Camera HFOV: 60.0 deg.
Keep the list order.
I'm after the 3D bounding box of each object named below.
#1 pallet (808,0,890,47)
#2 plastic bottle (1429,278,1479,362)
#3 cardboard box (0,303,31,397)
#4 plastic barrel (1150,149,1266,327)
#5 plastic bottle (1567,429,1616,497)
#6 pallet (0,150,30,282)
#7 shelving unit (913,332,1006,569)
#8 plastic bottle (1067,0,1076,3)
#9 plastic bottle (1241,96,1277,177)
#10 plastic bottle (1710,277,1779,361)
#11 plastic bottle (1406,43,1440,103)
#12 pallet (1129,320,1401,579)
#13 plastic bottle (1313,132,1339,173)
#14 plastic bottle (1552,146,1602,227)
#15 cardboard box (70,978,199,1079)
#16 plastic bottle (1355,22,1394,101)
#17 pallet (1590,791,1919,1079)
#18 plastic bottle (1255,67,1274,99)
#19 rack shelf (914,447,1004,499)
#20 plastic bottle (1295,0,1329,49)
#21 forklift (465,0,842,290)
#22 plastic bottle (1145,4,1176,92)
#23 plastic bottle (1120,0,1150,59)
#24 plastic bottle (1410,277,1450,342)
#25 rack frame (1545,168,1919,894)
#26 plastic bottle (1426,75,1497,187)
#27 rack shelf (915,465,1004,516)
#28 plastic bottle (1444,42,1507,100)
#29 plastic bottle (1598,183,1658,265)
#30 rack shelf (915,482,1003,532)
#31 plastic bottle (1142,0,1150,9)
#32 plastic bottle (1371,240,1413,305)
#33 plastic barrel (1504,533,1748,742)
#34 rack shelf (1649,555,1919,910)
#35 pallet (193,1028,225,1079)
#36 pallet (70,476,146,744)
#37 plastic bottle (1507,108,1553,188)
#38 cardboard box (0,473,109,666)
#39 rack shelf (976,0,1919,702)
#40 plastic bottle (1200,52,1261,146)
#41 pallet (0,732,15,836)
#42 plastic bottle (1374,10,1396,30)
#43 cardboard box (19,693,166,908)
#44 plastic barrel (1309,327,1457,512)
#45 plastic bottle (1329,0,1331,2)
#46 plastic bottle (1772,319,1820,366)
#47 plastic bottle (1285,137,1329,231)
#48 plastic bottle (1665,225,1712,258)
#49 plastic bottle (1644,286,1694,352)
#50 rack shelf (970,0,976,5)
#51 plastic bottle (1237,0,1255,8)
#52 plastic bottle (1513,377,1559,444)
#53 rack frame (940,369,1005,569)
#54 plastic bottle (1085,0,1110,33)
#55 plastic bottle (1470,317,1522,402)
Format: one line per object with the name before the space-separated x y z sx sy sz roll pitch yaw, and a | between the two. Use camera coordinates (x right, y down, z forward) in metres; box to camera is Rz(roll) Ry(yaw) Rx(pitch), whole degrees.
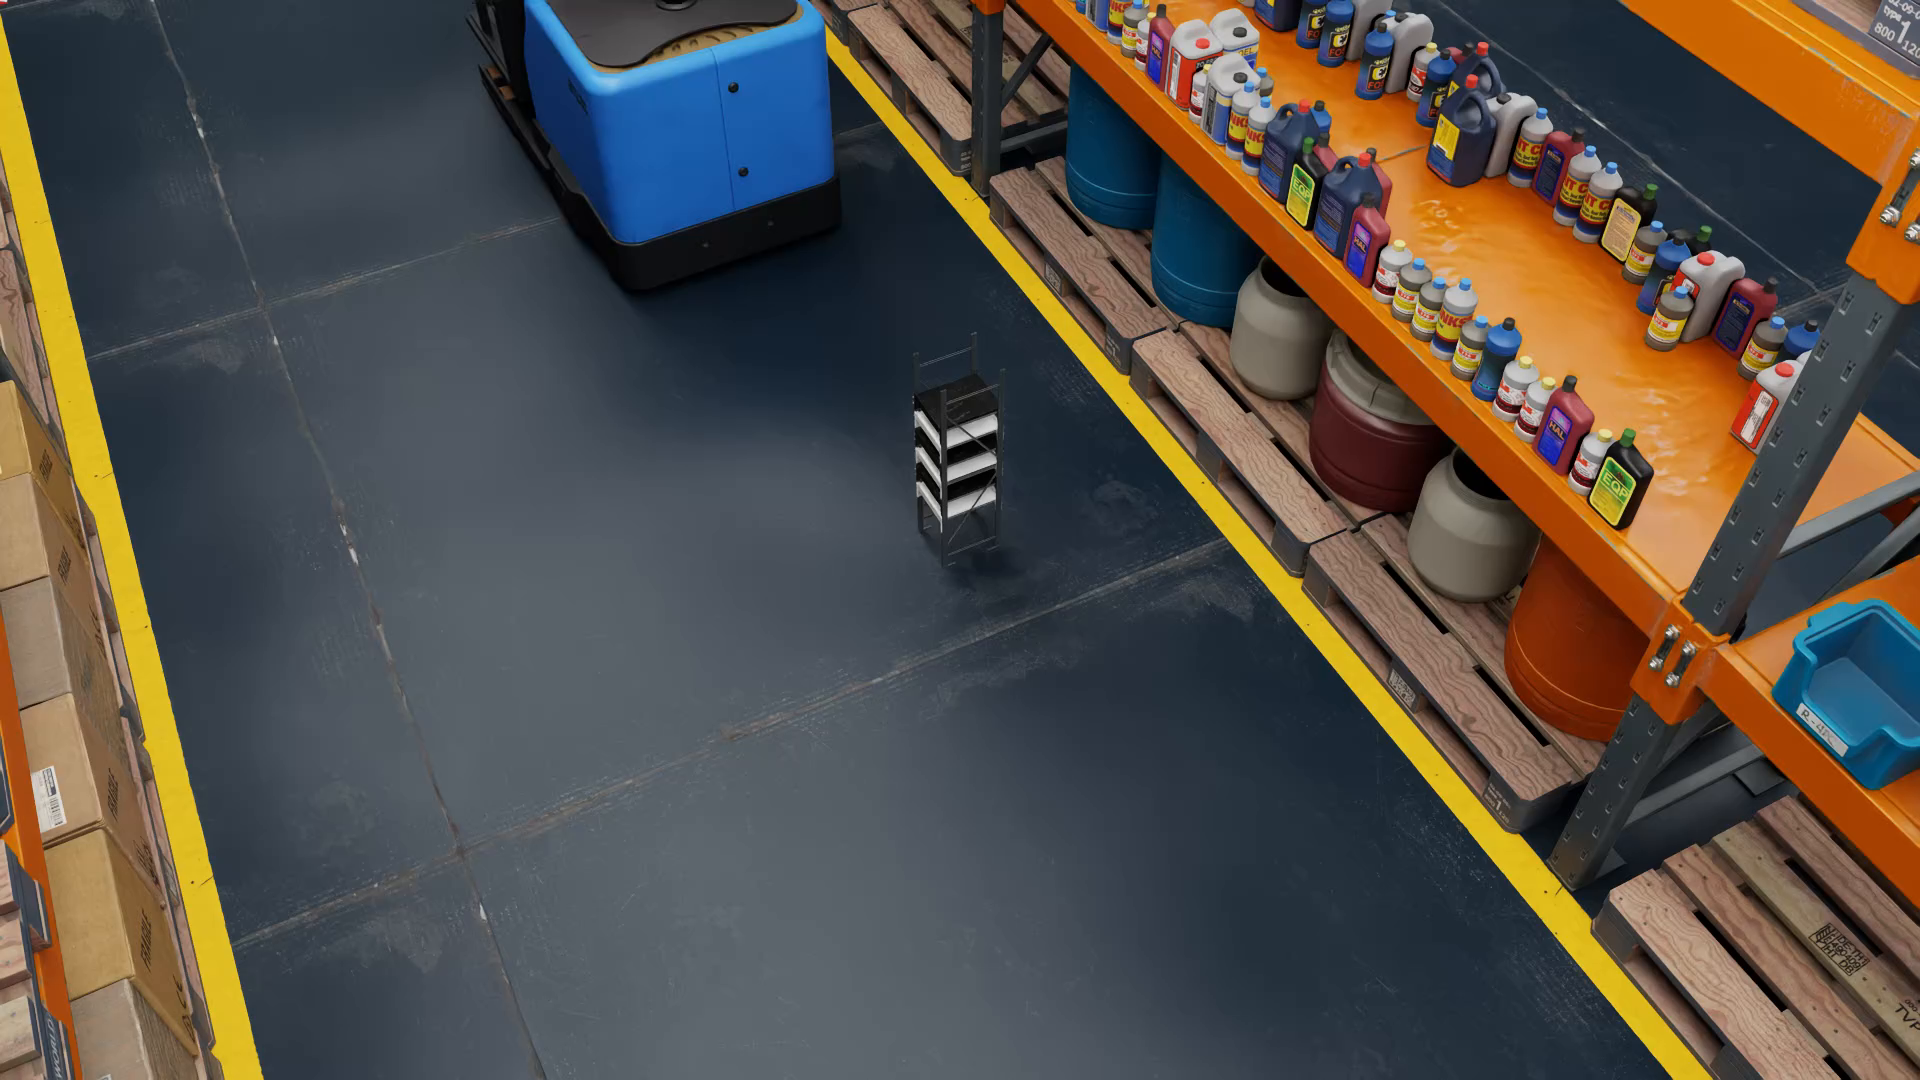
pallet | -0.412 -3.137 8.853 1.003 0.211 1.213 -21 52 -18
plastic bottle | 1.467 -0.661 4.921 0.097 0.271 0.097 0 49 0
cardboard box | -3.884 -0.670 6.337 0.500 0.311 0.500 -21 52 -18
plastic barrel | 1.079 -1.362 6.563 0.600 0.901 0.708 -21 52 -18
plastic bottle | 1.751 -0.223 4.584 0.097 0.201 0.097 0 49 0
pallet | -4.760 -1.414 7.347 1.003 0.211 1.213 -21 52 -18
shelving unit | -0.004 -0.302 5.916 0.258 0.900 0.210 -21 52 -18
plastic bottle | 0.440 -2.140 6.261 0.097 0.201 0.097 0 49 0
plastic bottle | 0.998 -1.348 5.521 0.097 0.271 0.097 0 49 0
plastic bottle | 2.332 -0.679 4.929 0.061 0.283 0.133 -21 52 -18
plastic bottle | 1.632 -1.645 5.828 0.097 0.201 0.097 0 49 0
pallet | 1.400 -0.492 6.540 1.003 0.211 1.213 -21 52 -18
plastic bottle | 1.173 -1.165 5.354 0.061 0.283 0.133 -21 52 -18
plastic bottle | 1.990 -1.145 5.344 0.097 0.271 0.097 0 49 0
cardboard box | -2.253 1.549 4.271 0.500 0.500 0.500 -23 53 -19
plastic bottle | 1.453 -1.681 5.813 0.097 0.271 0.097 0 49 0
pallet | 2.672 1.369 4.913 1.003 0.211 1.213 -21 52 -18
plastic bottle | 1.027 -1.532 5.729 0.097 0.201 0.097 0 49 0
rack shelf | -0.004 -0.280 5.941 0.258 0.077 0.200 -21 52 -18
plastic bottle | 1.285 -1.926 6.027 0.097 0.271 0.097 0 49 0
forklift | -1.678 -3.142 7.051 1.130 2.935 3.031 -22 53 -18
plastic bottle | 0.716 -1.733 5.850 0.061 0.283 0.133 -21 52 -18
plastic bottle | 0.635 -1.855 6.011 0.097 0.201 0.097 0 49 0
plastic bottle | 1.423 -0.703 5.004 0.097 0.201 0.097 0 49 0
rack frame | 2.352 -0.081 4.328 1.000 3.000 0.127 -21 52 -18
plastic bottle | 1.664 -1.360 5.479 0.144 0.351 0.185 -21 52 -18
rack shelf | -0.004 -0.221 6.009 0.258 0.077 0.200 -21 52 -18
plastic bottle | 1.737 -1.502 5.604 0.144 0.351 0.185 -21 52 -18
plastic bottle | 2.103 -1.013 5.221 0.061 0.283 0.133 -21 52 -18
rack shelf | -0.004 -0.161 6.077 0.258 0.077 0.200 -21 52 -18
plastic bottle | 0.665 -2.062 6.193 0.097 0.201 0.097 0 49 0
plastic bottle | 1.334 -0.833 5.118 0.097 0.201 0.097 0 49 0
plastic barrel | 2.113 0.174 5.268 0.600 0.830 0.708 -21 52 -18
rack shelf | 3.267 1.494 3.428 1.077 0.370 4.000 -21 52 -18
pallet | -2.362 2.028 4.336 1.003 0.211 1.213 -21 52 -18
pallet | -3.479 0.395 5.764 1.003 0.211 1.213 -21 52 -18
plastic bottle | 1.884 -1.300 5.479 0.097 0.271 0.097 0 49 0
cardboard box | -3.185 0.189 5.460 0.500 0.500 0.500 -21 52 -17
rack shelf | 1.437 -1.183 5.770 1.077 0.370 4.000 -21 52 -18
plastic bottle | 0.925 -1.501 5.653 0.152 0.276 0.135 -21 52 -18
pallet | -2.948 0.386 4.047 1.003 0.211 1.213 -21 52 -18
plastic bottle | 1.526 -1.800 5.964 0.097 0.201 0.097 0 49 0
cardboard box | -2.721 0.864 4.870 0.500 0.500 0.500 -23 53 -19
plastic barrel | 1.596 -0.503 6.020 0.600 0.588 0.708 -21 52 -18
plastic bottle | 1.387 -1.983 6.074 0.152 0.276 0.135 -21 52 -18
plastic bottle | 2.413 -0.527 4.803 0.097 0.271 0.097 0 49 0
plastic bottle | 1.119 -1.144 5.336 0.061 0.283 0.133 -21 52 -18
plastic bottle | 2.209 -0.859 5.086 0.061 0.283 0.133 -21 52 -18
plastic bottle | 2.127 -0.671 4.976 0.097 0.201 0.097 0 49 0
rack shelf | -0.394 -3.860 8.111 1.077 0.370 4.000 -21 52 -18
plastic bottle | 1.105 -2.190 6.205 0.144 0.351 0.185 -21 52 -18
plastic bottle | 1.645 -0.377 4.719 0.097 0.201 0.097 0 49 0
rack frame | 0.043 -0.234 5.857 0.240 0.900 0.006 -21 52 -18
plastic bottle | 0.562 -2.031 6.116 0.152 0.276 0.135 -21 52 -18
plastic bottle | 1.556 -0.531 4.807 0.097 0.271 0.097 0 49 0
